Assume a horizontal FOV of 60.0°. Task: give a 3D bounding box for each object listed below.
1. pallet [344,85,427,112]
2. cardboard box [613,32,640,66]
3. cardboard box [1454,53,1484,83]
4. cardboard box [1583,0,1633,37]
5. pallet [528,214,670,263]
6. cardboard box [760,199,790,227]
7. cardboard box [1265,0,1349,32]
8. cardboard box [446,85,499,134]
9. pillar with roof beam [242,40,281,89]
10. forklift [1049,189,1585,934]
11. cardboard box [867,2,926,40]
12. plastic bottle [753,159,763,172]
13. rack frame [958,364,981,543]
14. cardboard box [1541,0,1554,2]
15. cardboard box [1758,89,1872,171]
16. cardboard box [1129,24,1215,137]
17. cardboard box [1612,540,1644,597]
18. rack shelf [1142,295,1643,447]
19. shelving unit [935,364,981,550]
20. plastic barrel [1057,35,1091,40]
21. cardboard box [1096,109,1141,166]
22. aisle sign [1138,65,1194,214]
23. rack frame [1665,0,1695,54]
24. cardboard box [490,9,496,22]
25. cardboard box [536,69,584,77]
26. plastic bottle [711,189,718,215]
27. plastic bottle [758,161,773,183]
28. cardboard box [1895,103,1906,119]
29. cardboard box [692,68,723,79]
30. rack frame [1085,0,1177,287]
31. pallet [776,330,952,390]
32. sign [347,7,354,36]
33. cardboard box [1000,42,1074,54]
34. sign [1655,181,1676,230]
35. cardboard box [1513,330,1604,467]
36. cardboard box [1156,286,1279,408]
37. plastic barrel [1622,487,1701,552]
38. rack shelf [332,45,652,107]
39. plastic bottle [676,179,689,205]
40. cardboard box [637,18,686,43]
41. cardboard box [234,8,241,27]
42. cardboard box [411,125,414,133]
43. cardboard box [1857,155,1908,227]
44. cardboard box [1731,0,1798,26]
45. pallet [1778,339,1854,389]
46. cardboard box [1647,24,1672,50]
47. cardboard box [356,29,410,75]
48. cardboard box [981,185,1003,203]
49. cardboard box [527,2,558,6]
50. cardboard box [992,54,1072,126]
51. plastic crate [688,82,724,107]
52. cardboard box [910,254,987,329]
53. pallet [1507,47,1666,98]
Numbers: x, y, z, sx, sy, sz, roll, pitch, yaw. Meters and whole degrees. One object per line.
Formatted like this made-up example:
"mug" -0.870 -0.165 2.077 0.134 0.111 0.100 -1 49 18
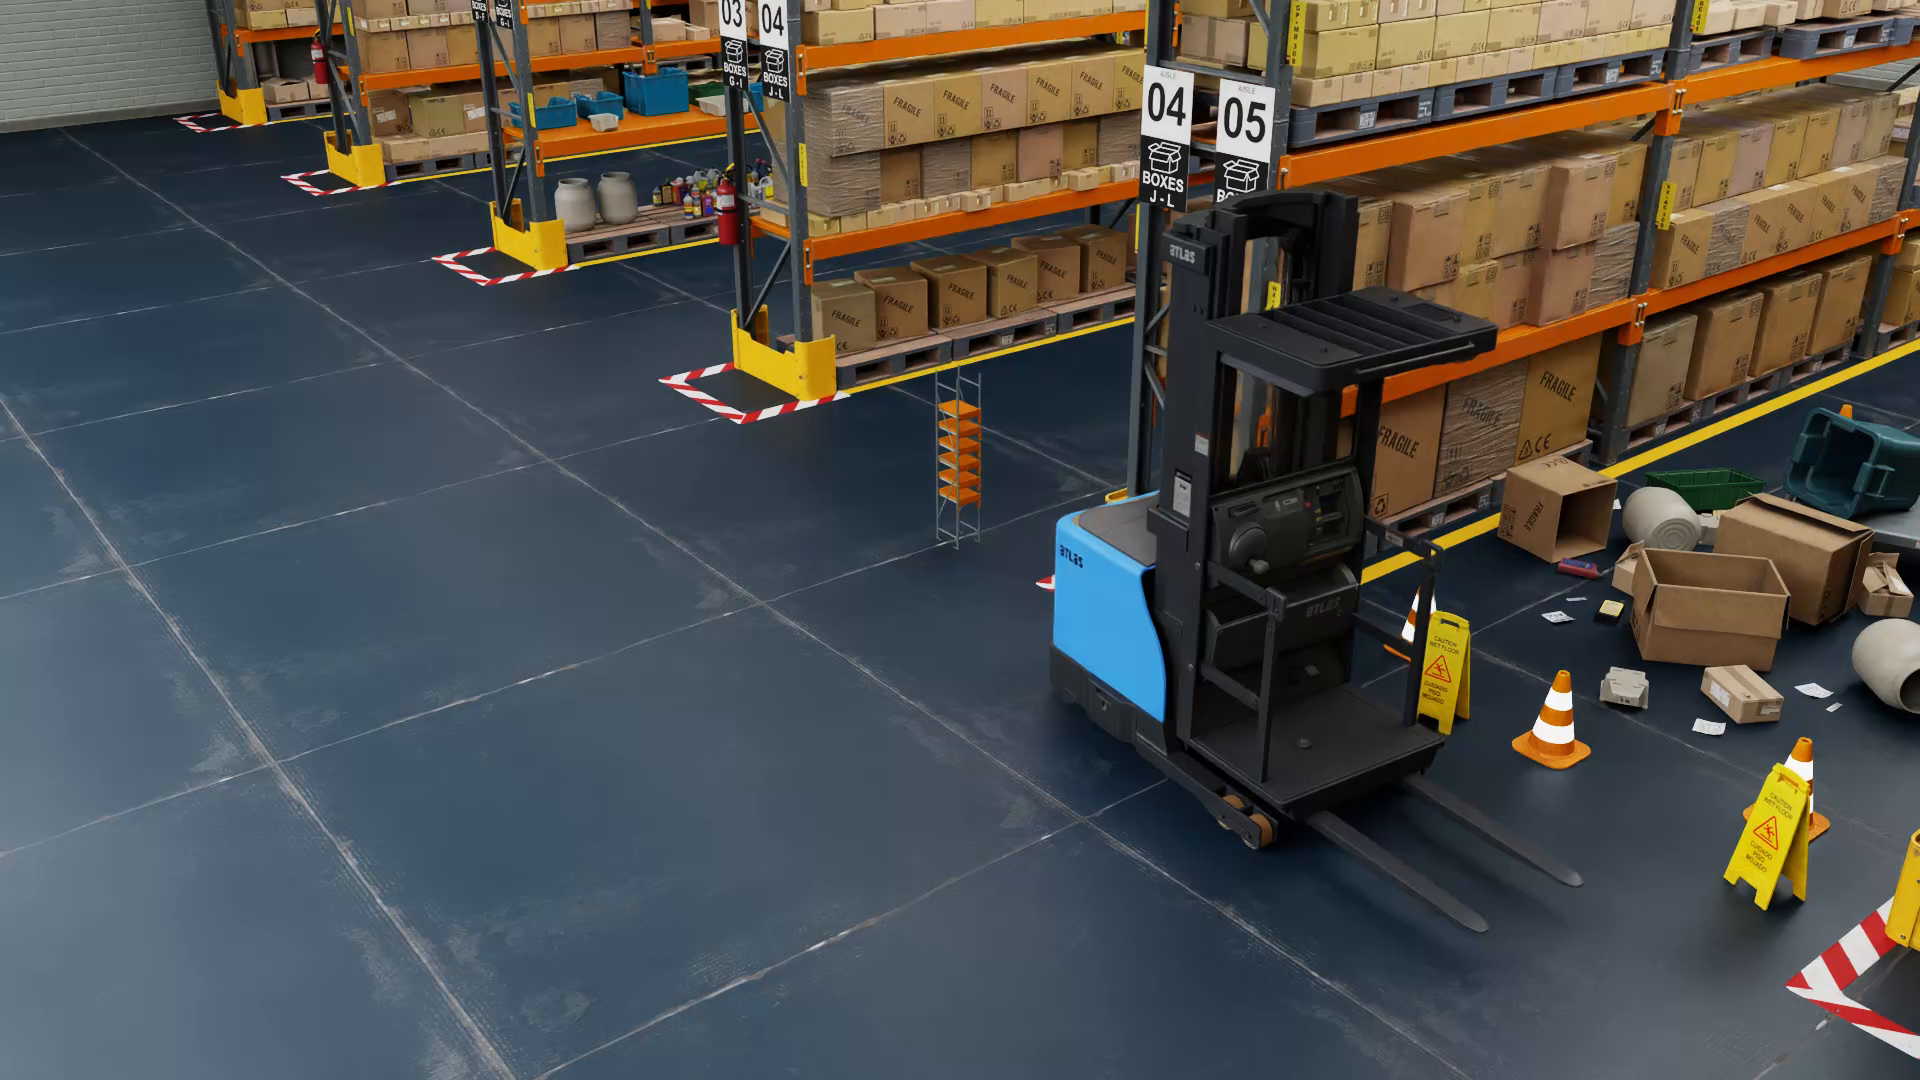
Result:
"pallet" -9.049 -6.904 25.876 1.213 0.211 1.003 -18 31 -34
"cardboard box" -5.819 -8.341 28.105 0.500 0.500 0.700 -18 31 -34
"cardboard box" 2.882 -2.836 9.915 0.250 0.149 0.380 -19 31 -34
"cardboard box" 3.942 -3.401 10.659 0.500 0.250 0.500 -18 31 -34
"pallet" -3.943 -3.333 18.180 1.213 0.211 1.003 -18 31 -34
"cardboard box" -1.463 -2.741 13.890 0.250 0.149 0.380 -18 31 -34
"cardboard box" 1.880 -2.868 9.037 0.250 0.149 0.380 -18 30 -33
"cardboard box" -6.332 -5.608 21.648 0.500 0.500 0.500 -18 31 -34
"pillar with roof beam" -8.056 -9.398 20.811 0.400 9.000 9.100 -18 31 -34
"forklift" 1.708 -0.063 7.903 1.130 2.935 3.031 -15 29 -29
"cardboard box" -0.619 -4.180 13.309 0.500 0.250 0.500 -19 31 -35
"plastic bottle" -2.359 -4.318 19.614 0.185 0.351 0.144 -17 30 -33
"rack frame" 0.061 -0.564 11.041 0.006 1.200 0.240 -18 31 -34
"cardboard box" 3.484 -3.398 10.179 0.250 0.149 0.380 -19 31 -35
"cardboard box" 6.960 -3.375 13.652 0.500 0.500 0.700 -19 31 -35
"cardboard box" 2.300 -4.374 15.900 1.000 1.000 1.000 -18 30 -34
"cardboard box" 4.353 0.215 10.471 0.258 0.266 0.396 -13 28 -25
"rack shelf" 2.995 -1.236 11.205 4.000 0.370 1.077 -18 31 -34
"shelving unit" -0.011 -0.540 10.989 0.189 1.200 0.258 -18 31 -34
"plastic barrel" 1.501 -6.272 21.039 0.708 0.536 0.600 -18 31 -34
"cardboard box" 1.196 -3.835 15.478 0.500 0.500 0.875 -18 31 -34
"aisle sign" 1.181 -2.303 9.561 0.004 0.787 0.394 -18 31 -34
"rack frame" 4.569 -4.803 10.910 0.127 3.000 1.000 -18 31 -34
"cardboard box" -6.018 -6.764 21.372 0.250 0.149 0.380 -18 30 -34
"cardboard box" -5.469 -6.168 22.854 0.500 0.500 0.500 -18 31 -34
"plastic bottle" -2.727 -3.772 18.532 0.097 0.271 0.097 0 25 0
"plastic bottle" -2.271 -4.270 19.511 0.185 0.351 0.144 -18 31 -34
"cardboard box" 8.433 -3.950 15.290 0.250 0.149 0.380 -17 30 -33
"cardboard box" -3.580 -6.698 24.220 0.500 0.311 0.500 -18 31 -34
"rack frame" 1.588 -3.751 15.770 0.127 3.000 1.000 -18 31 -34
"pallet" -0.839 -1.666 14.590 1.213 0.211 1.003 -18 31 -34
"sign" -7.332 -6.238 20.005 0.005 0.325 0.100 -18 31 -34
"cardboard box" 0.685 -4.222 15.124 0.500 0.500 0.500 -18 31 -34
"sign" 4.913 -2.327 11.578 0.005 0.325 0.100 -18 31 -34
"cardboard box" 4.031 -1.168 12.229 0.875 0.875 0.875 -18 30 -33
"cardboard box" 1.685 -1.222 10.142 0.550 0.550 0.875 -18 31 -34
"plastic barrel" 4.623 -0.110 10.985 0.421 0.421 0.512 1 25 2
"rack shelf" -6.096 -6.188 21.875 4.000 0.370 1.077 -18 31 -34
"plastic bottle" -3.160 -3.964 18.932 0.133 0.283 0.061 -18 31 -34
"cardboard box" -4.161 -7.108 23.181 0.500 0.250 0.500 -16 29 -31
"cardboard box" -10.481 -7.762 24.565 0.500 0.250 0.500 -18 30 -33
"cardboard box" -7.044 -5.309 21.894 0.500 0.250 0.500 -18 31 -34
"cardboard box" 7.528 -2.960 13.947 0.500 0.500 0.500 -18 31 -34
"cardboard box" 5.832 -3.842 12.083 0.250 0.149 0.380 -18 31 -34
"pallet" 7.050 -1.676 14.611 1.213 0.211 1.003 -18 31 -34
"cardboard box" 4.480 -3.364 11.052 0.250 0.149 0.380 -18 31 -34
"cardboard box" -7.294 -6.157 20.835 0.500 0.500 0.700 -18 31 -34
"cardboard box" 0.167 -3.060 14.578 0.250 0.149 0.380 -18 31 -34
"cardboard box" -5.658 -7.289 21.732 0.500 0.500 0.700 -18 31 -34
"cardboard box" 0.617 -3.917 14.467 0.500 0.500 0.500 -18 31 -34
"plastic crate" -2.711 -5.037 18.791 0.662 0.188 0.450 -18 31 -34
"cardboard box" -0.104 -2.248 15.002 0.500 0.500 0.500 -15 29 -29
"pallet" 3.919 -3.193 11.109 1.213 0.211 1.003 -18 31 -34
